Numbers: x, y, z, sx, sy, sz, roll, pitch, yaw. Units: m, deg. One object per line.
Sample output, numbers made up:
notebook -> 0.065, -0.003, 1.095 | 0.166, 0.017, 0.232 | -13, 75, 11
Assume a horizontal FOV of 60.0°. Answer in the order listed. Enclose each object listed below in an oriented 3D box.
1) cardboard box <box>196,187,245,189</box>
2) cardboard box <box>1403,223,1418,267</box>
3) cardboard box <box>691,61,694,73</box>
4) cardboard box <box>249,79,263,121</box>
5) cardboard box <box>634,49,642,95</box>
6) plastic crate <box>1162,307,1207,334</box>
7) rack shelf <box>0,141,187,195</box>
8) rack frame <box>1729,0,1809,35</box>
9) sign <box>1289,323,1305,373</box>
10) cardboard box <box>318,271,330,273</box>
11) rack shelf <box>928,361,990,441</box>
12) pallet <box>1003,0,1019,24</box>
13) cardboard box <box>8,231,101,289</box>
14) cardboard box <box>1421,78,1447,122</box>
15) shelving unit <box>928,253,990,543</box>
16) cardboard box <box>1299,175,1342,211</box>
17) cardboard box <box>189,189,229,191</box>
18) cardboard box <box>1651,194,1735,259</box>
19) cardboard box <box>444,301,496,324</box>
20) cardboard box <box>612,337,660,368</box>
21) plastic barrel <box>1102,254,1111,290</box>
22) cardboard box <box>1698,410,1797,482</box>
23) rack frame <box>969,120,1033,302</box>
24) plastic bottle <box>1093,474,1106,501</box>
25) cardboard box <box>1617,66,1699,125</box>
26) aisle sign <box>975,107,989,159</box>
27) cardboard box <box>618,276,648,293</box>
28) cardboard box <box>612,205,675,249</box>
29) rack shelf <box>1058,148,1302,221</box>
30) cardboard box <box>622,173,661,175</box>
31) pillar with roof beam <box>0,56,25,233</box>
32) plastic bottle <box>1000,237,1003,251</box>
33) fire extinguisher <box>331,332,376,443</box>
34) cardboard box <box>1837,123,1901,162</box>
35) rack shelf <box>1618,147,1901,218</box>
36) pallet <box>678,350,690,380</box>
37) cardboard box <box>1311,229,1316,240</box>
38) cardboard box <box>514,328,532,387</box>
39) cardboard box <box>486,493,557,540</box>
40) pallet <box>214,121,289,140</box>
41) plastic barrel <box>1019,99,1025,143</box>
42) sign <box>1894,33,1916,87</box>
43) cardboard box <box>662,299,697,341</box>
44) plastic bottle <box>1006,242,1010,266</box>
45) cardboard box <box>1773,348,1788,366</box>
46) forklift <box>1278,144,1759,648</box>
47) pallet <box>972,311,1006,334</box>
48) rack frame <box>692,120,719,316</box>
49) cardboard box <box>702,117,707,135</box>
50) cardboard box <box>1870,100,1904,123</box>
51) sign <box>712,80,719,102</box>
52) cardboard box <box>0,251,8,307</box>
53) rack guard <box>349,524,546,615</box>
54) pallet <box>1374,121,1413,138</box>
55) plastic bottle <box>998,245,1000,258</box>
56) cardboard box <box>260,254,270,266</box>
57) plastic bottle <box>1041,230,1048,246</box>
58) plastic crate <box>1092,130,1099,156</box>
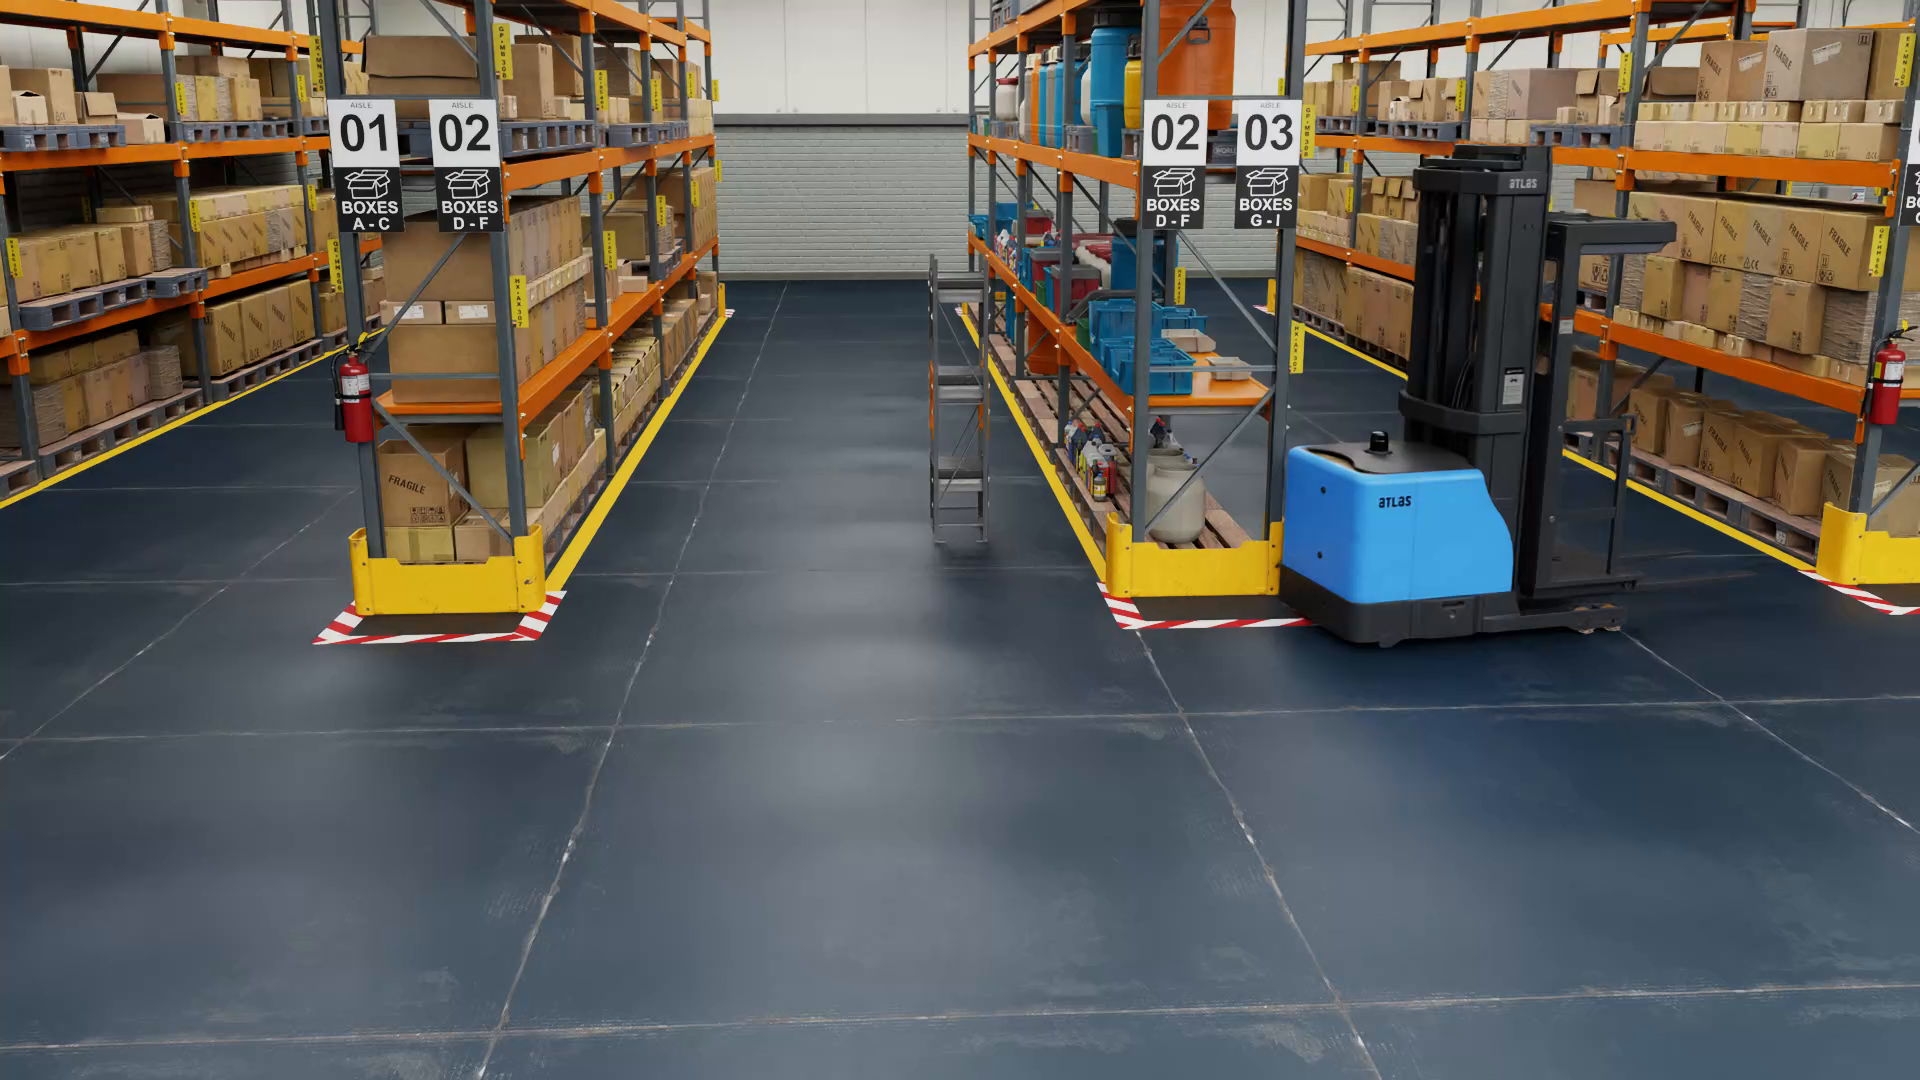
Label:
cardboard box -> -9.194, -4.251, 20.686 | 0.500, 0.250, 0.500 | -1, 14, -3
cardboard box -> 5.740, -3.589, 20.256 | 0.500, 0.500, 0.500 | -1, 14, -5
cardboard box -> -4.052, -6.368, 23.030 | 0.700, 0.500, 0.500 | -1, 14, -3
cardboard box -> -9.056, -5.428, 20.499 | 0.700, 0.500, 0.500 | -2, 15, -6
cardboard box -> -3.862, -5.238, 18.636 | 0.500, 0.500, 0.500 | -1, 14, -3
plastic crate -> 1.722, -1.754, 13.624 | 0.499, 0.251, 0.616 | -1, 14, -3
rack shelf -> -8.629, -3.546, 15.713 | 1.077, 0.370, 4.000 | -1, 14, -3
rack frame -> 10.787, -7.120, 22.141 | 1.000, 3.000, 0.127 | -1, 14, -3
sign -> 2.180, -1.244, 10.787 | 0.100, 0.325, 0.005 | -1, 14, -3
cardboard box -> -9.249, -3.840, 24.303 | 0.380, 0.149, 0.250 | -1, 14, -3
rack shelf -> -0.010, -1.045, 12.428 | 0.431, 0.518, 0.480 | -1, 14, -3
pallet -> 1.121, -5.892, 18.550 | 1.213, 0.211, 1.003 | -1, 14, -3
cardboard box -> -8.602, -2.636, 15.666 | 0.700, 0.500, 0.500 | 1, 14, 4
cardboard box -> 5.827, -5.237, 19.798 | 0.500, 0.500, 0.500 | 0, 14, 0
shelving unit -> -0.010, -1.058, 12.425 | 0.431, 2.100, 0.503 | -1, 14, -3
cardboard box -> 5.412, -5.216, 24.979 | 0.500, 0.500, 0.500 | -1, 14, -5
cardboard box -> -9.157, -4.126, 20.202 | 0.500, 0.250, 0.500 | -1, 14, -5
cardboard box -> 6.133, -2.610, 13.848 | 0.500, 0.500, 0.500 | -1, 14, -3
cardboard box -> -3.123, -1.491, 10.798 | 0.380, 0.149, 0.250 | -1, 14, -4
cardboard box -> -3.531, -2.034, 17.960 | 0.500, 0.311, 0.500 | -1, 14, -2
plastic barrel -> 1.542, -2.405, 15.580 | 0.433, 0.535, 0.433 | 0, 14, 0
cardboard box -> 6.471, -0.771, 13.677 | 0.500, 0.500, 0.500 | -2, 15, -8
rack frame -> 0.639, -5.082, 26.258 | 1.000, 3.000, 0.127 | -1, 14, -3
plastic bottle -> 1.079, -0.411, 12.835 | 0.097, 0.201, 0.097 | 0, 14, 0
cardboard box -> 6.396, -3.998, 14.977 | 0.797, 0.503, 0.637 | -2, 15, -6
aisle sign -> 0.338, -6.354, 25.986 | 0.394, 0.787, 0.004 | -1, 14, -3
cardboard box -> -3.478, -2.676, 17.410 | 0.380, 0.149, 0.250 | -1, 14, -3
cardboard box -> -3.886, -3.825, 20.329 | 0.700, 0.500, 0.500 | -5, 15, -18
rack shelf -> 1.506, -2.704, 12.441 | 1.077, 0.370, 4.000 | -1, 14, -3
cardboard box -> -4.381, -4.793, 22.929 | 0.500, 0.500, 0.500 | -1, 14, -5
pillar with roof beam -> -5.239, -5.575, 16.133 | 9.100, 9.000, 0.400 | -1, 14, -3
plastic bottle -> 0.539, -3.712, 21.168 | 0.061, 0.283, 0.133 | -1, 14, -3
fire extinguisher -> -3.770, -0.953, 10.366 | 0.296, 0.674, 0.183 | -1, 14, -3
cardboard box -> 6.290, -2.675, 11.185 | 0.500, 0.250, 0.500 | -1, 14, -2
rack shelf -> 6.450, -2.781, 12.739 | 1.077, 0.370, 4.000 | -1, 14, -3
pallet -> -3.890, -2.155, 20.479 | 1.003, 0.211, 1.213 | -1, 14, -3
cardboard box -> 5.390, -4.496, 24.483 | 0.380, 0.149, 0.250 | -1, 14, -3
cardboard box -> -3.367, -1.322, 11.446 | 0.700, 0.500, 0.500 | -1, 14, -2
cardboard box -> -3.160, -0.160, 11.804 | 0.500, 0.250, 0.500 | -1, 14, -3
pallet -> -8.895, -5.067, 20.564 | 0.805, 0.209, 1.217 | -1, 15, -6
plastic barrel -> 0.848, -4.517, 17.819 | 0.421, 0.512, 0.421 | 0, 14, 0
sign -> 6.019, -3.057, 10.591 | 0.100, 0.325, 0.005 | -1, 14, -3
cardboard box -> -3.741, -2.896, 21.895 | 0.500, 0.500, 0.500 | -1, 14, -4
plastic bottle -> 0.593, -3.493, 20.317 | 0.061, 0.283, 0.133 | -1, 14, -3
cardboard box -> 6.294, -1.374, 12.351 | 0.380, 0.149, 0.250 | -1, 14, -3
forklift -> 3.634, -0.961, 10.378 | 3.031, 2.935, 1.130 | -4, 15, -15
pallet -> 0.724, -3.223, 24.629 | 1.003, 0.211, 1.213 | -1, 14, -3
rack frame -> -4.305, -5.006, 25.964 | 1.000, 3.000, 0.127 | -1, 14, -3
cardboard box -> -3.946, -6.014, 24.162 | 0.500, 0.250, 0.500 | -1, 14, -3
cardboard box -> 6.245, -2.817, 10.934 | 0.380, 0.149, 0.250 | -1, 14, -3
sign -> -3.750, -6.891, 25.494 | 0.100, 0.325, 0.005 | -1, 14, -3
cardboard box -> -8.167, -2.132, 13.549 | 0.500, 0.500, 0.500 | -1, 14, -4
rack guard -> -3.312, 0.189, 10.787 | 1.175, 0.500, 0.348 | -1, 14, -3
pallet -> 5.936, -5.296, 21.456 | 0.805, 0.209, 1.217 | -1, 15, -6
plastic bottle -> 0.544, -3.725, 21.384 | 0.097, 0.201, 0.097 | 0, 14, 0
cardboard box -> -8.663, -3.426, 20.285 | 0.380, 0.149, 0.250 | -1, 14, -5
plastic bottle -> 1.127, -3.837, 21.520 | 0.144, 0.351, 0.185 | -1, 14, -3
plastic crate -> 1.209, -3.051, 12.770 | 0.336, 0.188, 0.450 | -1, 14, -3
